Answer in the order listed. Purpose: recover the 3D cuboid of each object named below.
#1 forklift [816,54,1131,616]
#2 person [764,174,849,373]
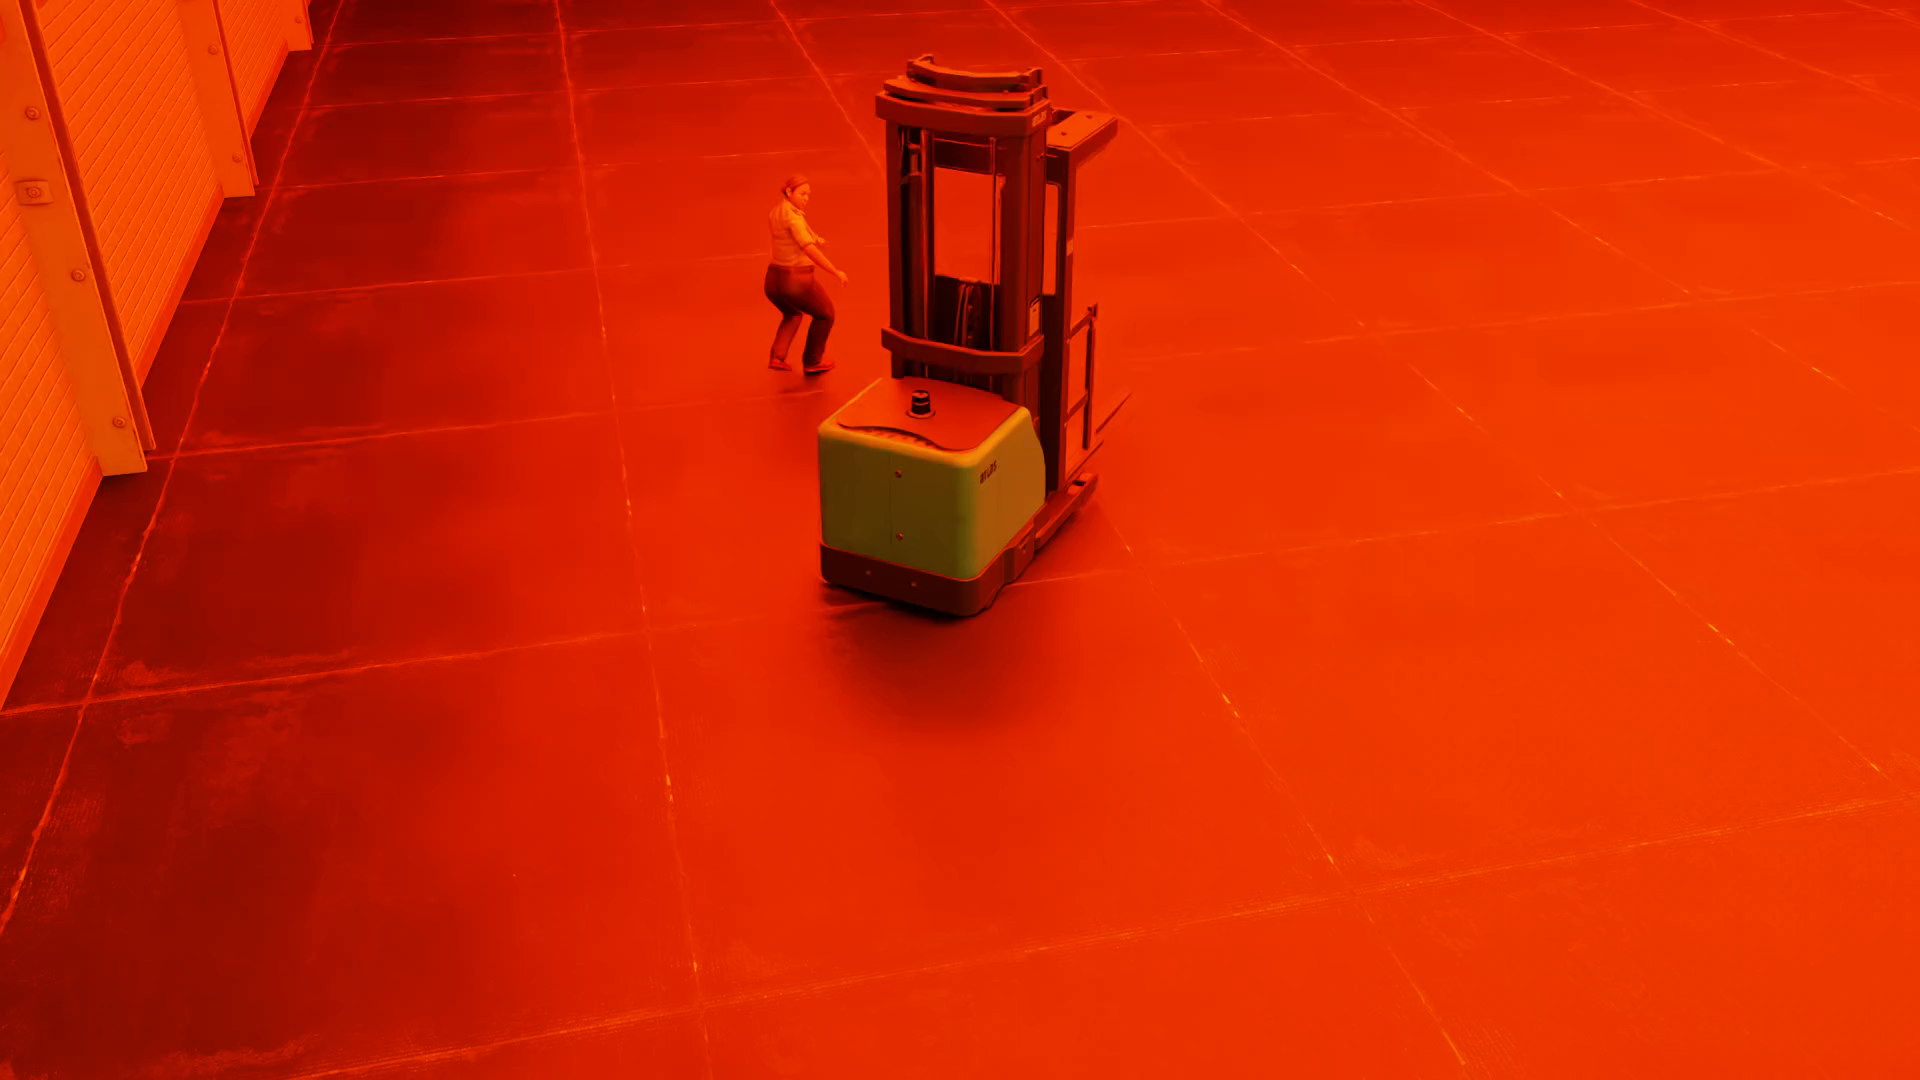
[{"bbox_3d":[0.261,-1.546,10.245,1.130,2.935,3.031,14,33,22],"label":"forklift"},{"bbox_3d":[-1.116,-1.961,12.354,0.779,1.539,0.720,25,39,36],"label":"person"}]
